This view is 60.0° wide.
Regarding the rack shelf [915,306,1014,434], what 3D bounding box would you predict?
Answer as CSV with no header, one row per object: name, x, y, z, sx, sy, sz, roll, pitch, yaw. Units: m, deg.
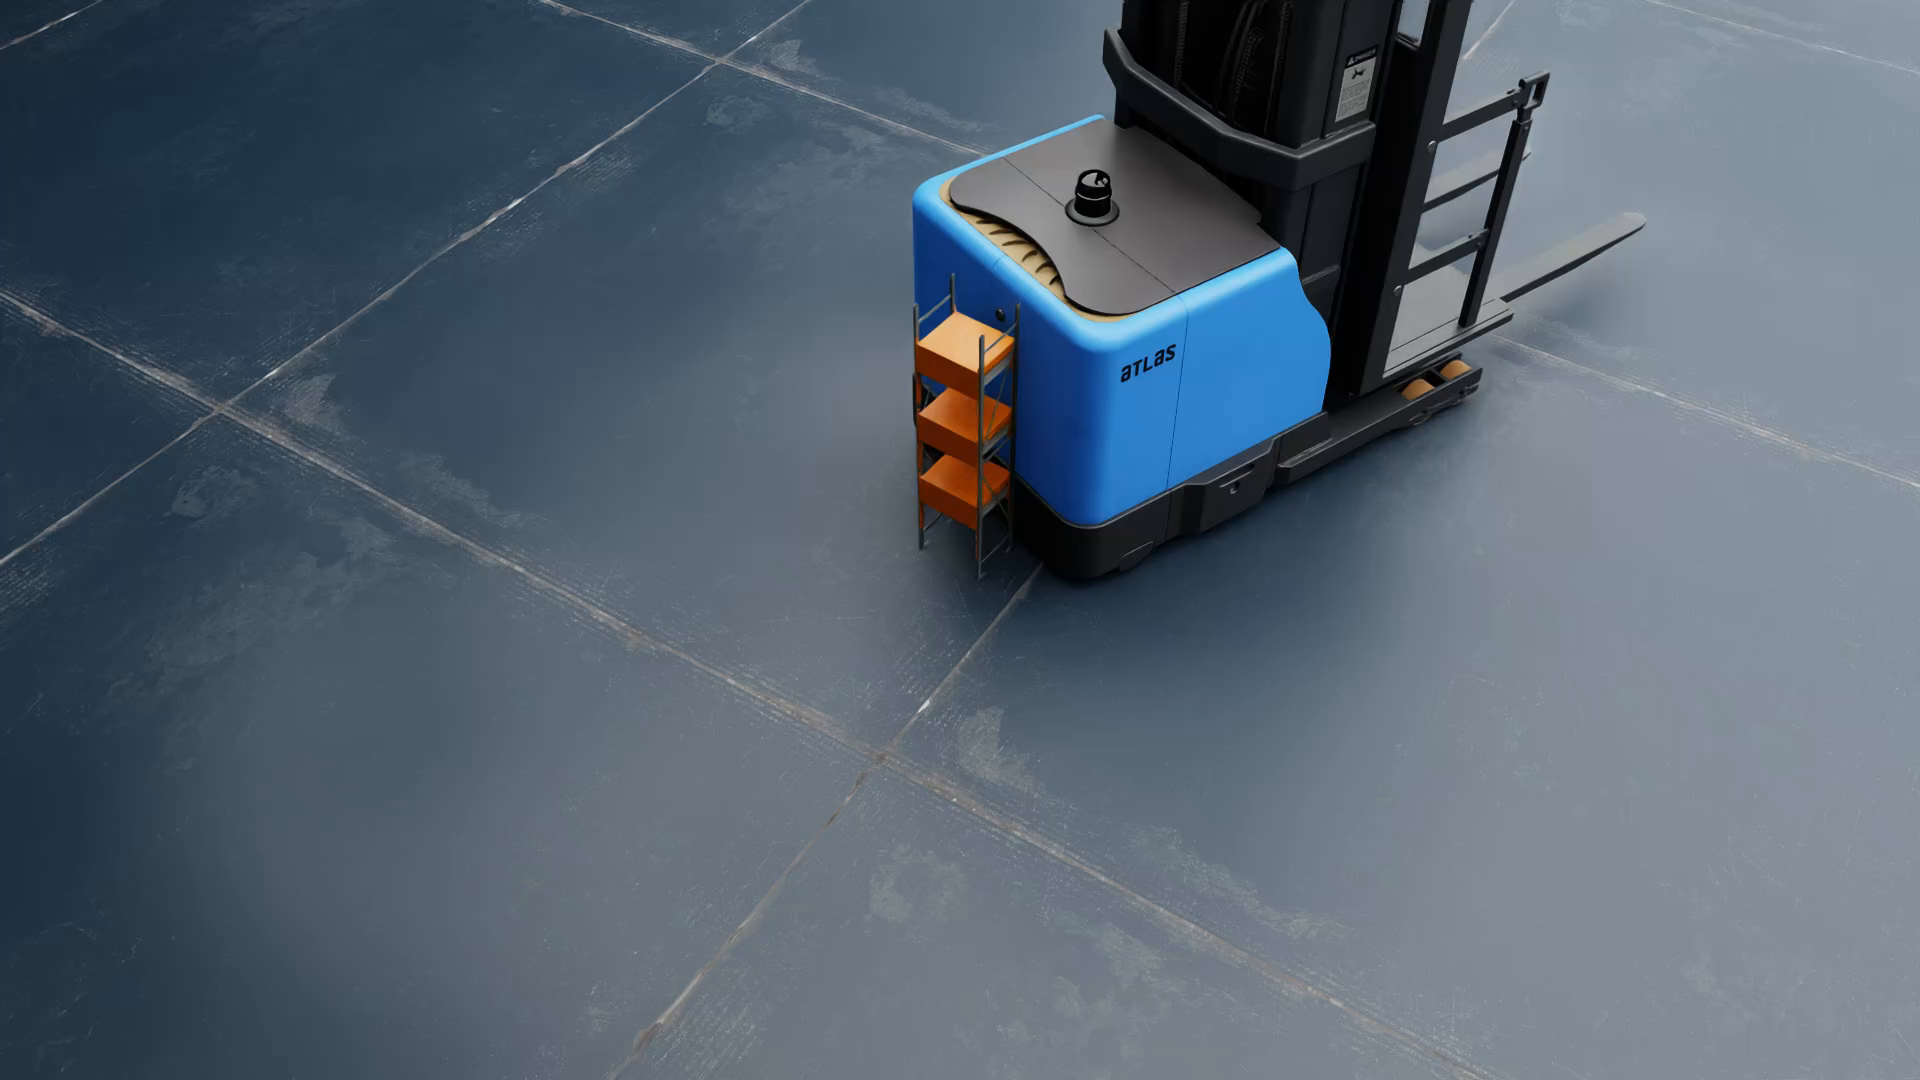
rack shelf,0.020,-0.528,5.150,0.240,0.259,0.215,28,52,24

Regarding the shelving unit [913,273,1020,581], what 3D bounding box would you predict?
shelving unit,0.020,-0.337,5.346,0.252,1.050,0.215,28,52,24

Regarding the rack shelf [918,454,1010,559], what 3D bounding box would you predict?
rack shelf,0.020,-0.136,5.553,0.240,0.259,0.215,28,52,24

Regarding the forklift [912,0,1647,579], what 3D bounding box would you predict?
forklift,1.333,-1.736,5.394,3.031,2.935,1.130,-26,51,-23

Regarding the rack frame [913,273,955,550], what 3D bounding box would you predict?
rack frame,-0.078,-0.389,5.396,0.008,1.050,0.200,28,52,24

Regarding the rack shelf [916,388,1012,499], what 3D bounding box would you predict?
rack shelf,0.020,-0.330,5.353,0.240,0.259,0.215,28,52,24

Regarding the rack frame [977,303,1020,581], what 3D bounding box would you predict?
rack frame,0.118,-0.285,5.295,0.008,1.050,0.200,28,52,24
